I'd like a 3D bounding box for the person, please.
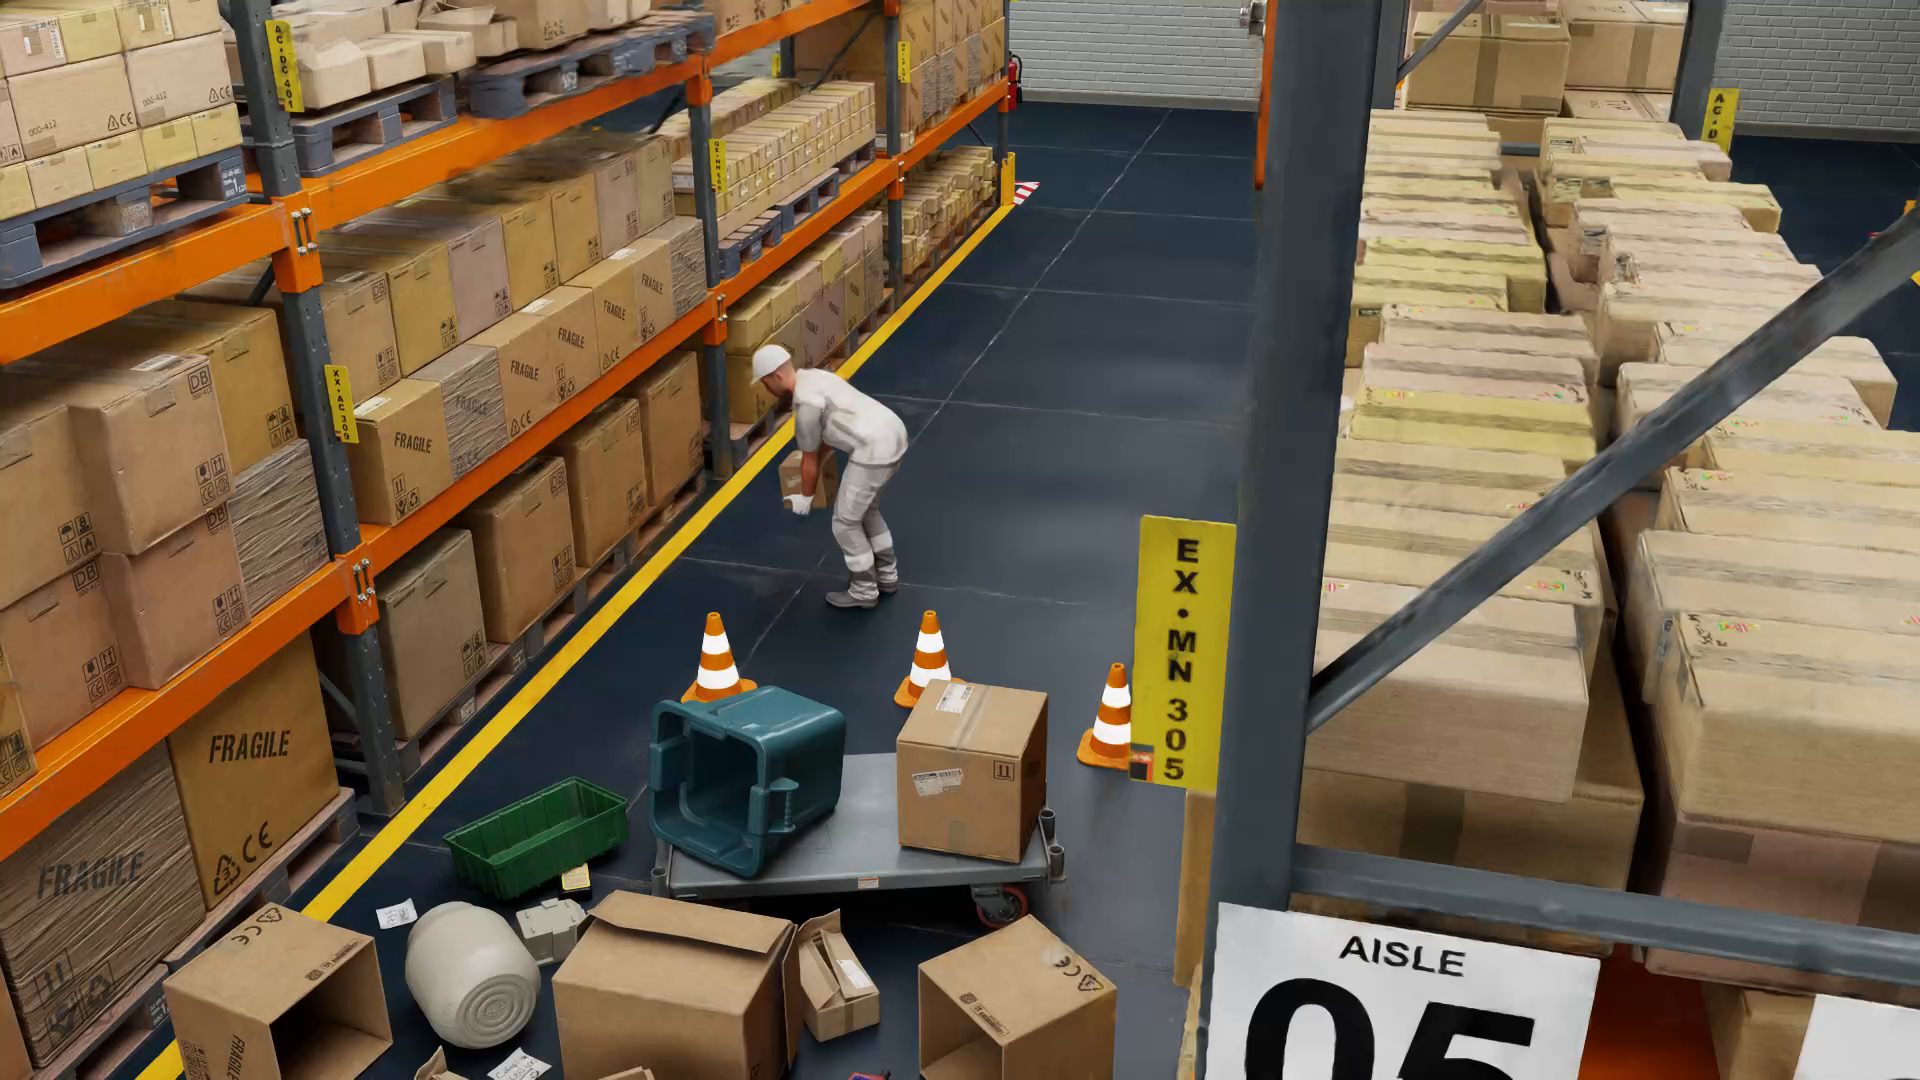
[{"bbox_3d":[-0.717,-0.356,9.209,0.858,1.472,0.484,6,26,12],"label":"person"}]
